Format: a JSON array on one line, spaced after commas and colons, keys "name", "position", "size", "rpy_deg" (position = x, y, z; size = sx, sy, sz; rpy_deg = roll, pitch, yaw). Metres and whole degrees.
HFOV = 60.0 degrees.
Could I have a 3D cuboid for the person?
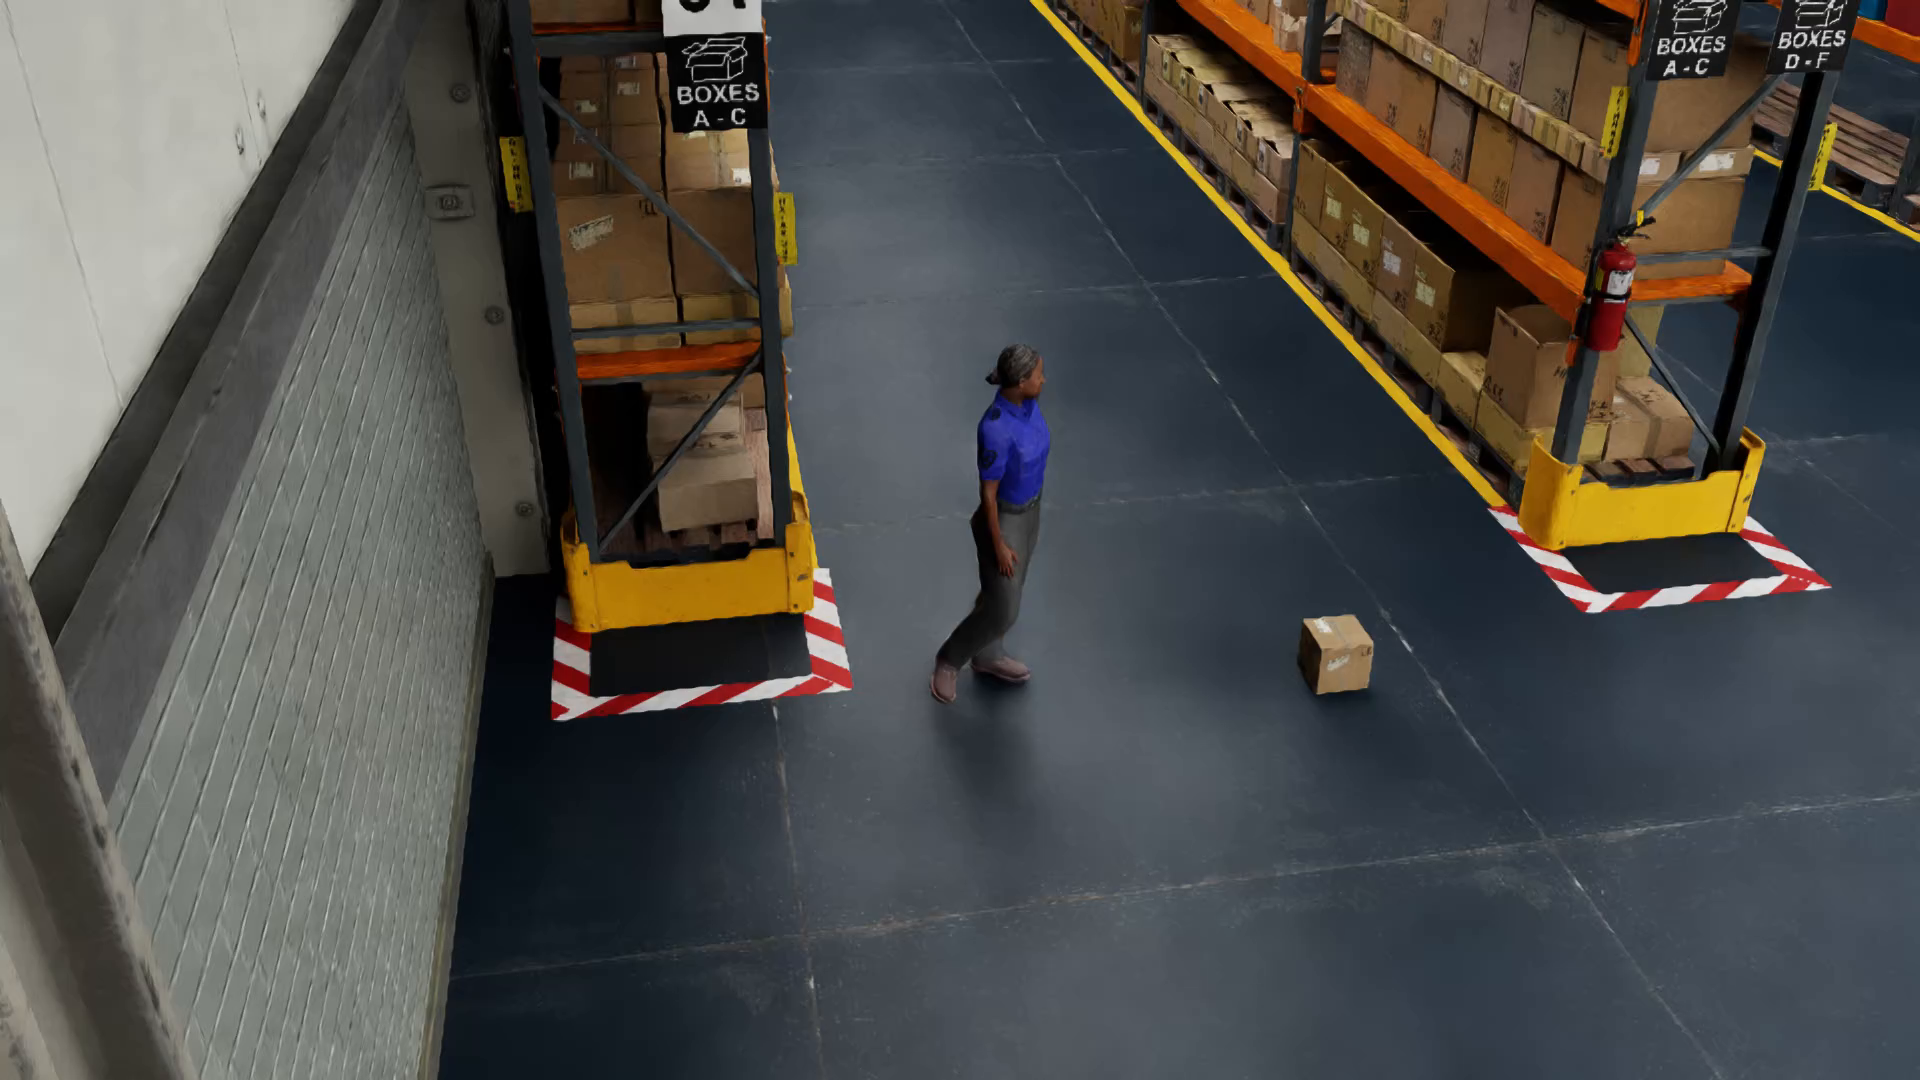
[{"name": "person", "position": [0.132, -0.065, 7.213], "size": [0.433, 1.651, 0.637], "rpy_deg": [14, 34, 22]}]
